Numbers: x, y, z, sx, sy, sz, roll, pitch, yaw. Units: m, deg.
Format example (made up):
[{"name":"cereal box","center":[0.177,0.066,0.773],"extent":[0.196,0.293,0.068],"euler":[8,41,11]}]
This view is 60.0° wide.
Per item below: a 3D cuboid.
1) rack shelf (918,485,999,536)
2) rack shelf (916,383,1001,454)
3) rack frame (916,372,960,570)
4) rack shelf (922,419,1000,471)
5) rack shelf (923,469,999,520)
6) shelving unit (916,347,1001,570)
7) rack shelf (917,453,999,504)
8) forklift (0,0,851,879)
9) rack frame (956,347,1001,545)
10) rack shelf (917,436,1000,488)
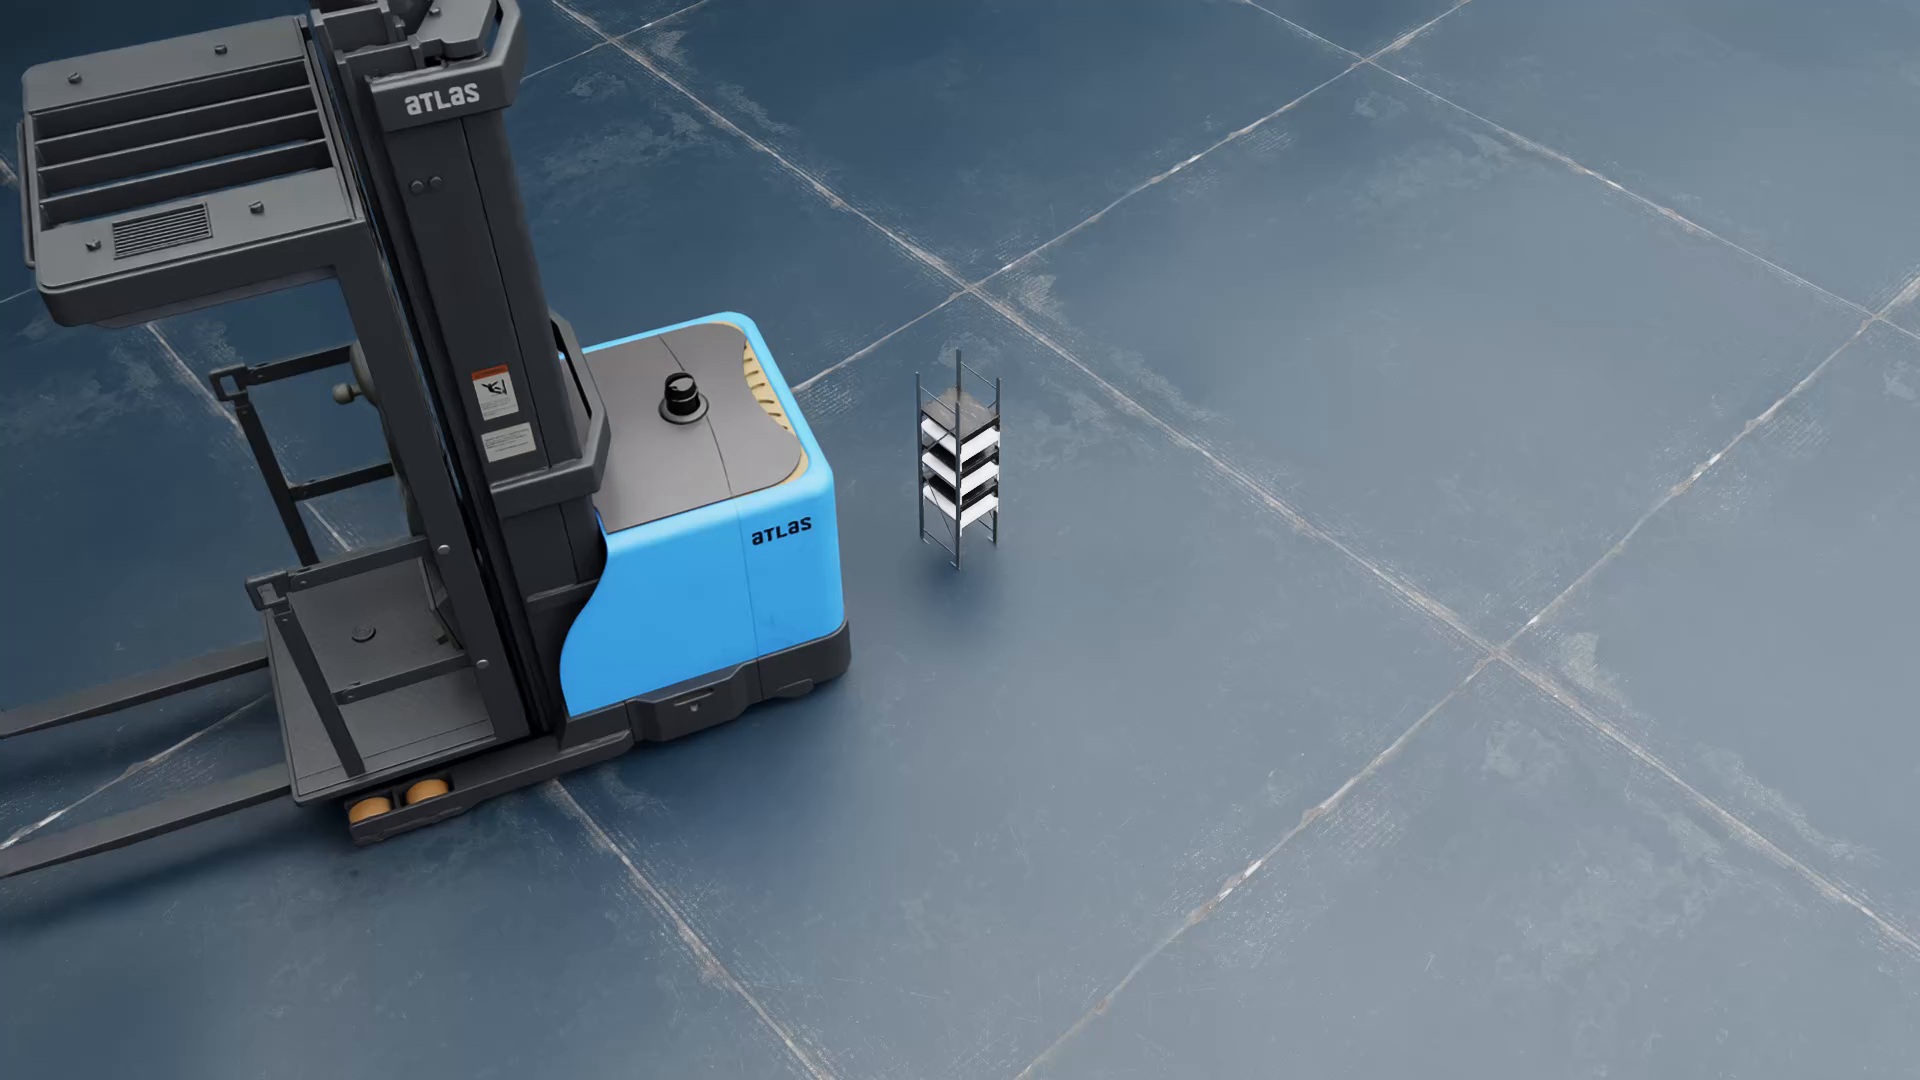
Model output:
[{"name":"rack shelf","center":[-0.006,-0.156,6.626],"extent":[0.200,0.077,0.258],"euler":[-34,56,-27]},{"name":"rack shelf","center":[-0.006,-0.462,6.295],"extent":[0.200,0.077,0.258],"euler":[-34,56,-27]},{"name":"rack frame","center":[-0.081,-0.251,6.422],"extent":[0.006,0.900,0.240],"euler":[-34,56,-27]},{"name":"rack shelf","center":[-0.006,-0.401,6.361],"extent":[0.200,0.077,0.258],"euler":[-34,56,-27]},{"name":"rack shelf","center":[-0.006,-0.218,6.559],"extent":[0.200,0.077,0.258],"euler":[-34,56,-27]},{"name":"shelving unit","center":[-0.006,-0.301,6.469],"extent":[0.210,0.900,0.258],"euler":[-34,56,-27]},{"name":"rack shelf","center":[-0.006,-0.279,6.493],"extent":[0.200,0.077,0.258],"euler":[-34,56,-27]},{"name":"forklift","center":[-1.978,-0.381,5.160],"extent":[3.031,2.935,1.130],"euler":[-17,50,-15]},{"name":"rack frame","center":[0.069,-0.351,6.515],"extent":[0.006,0.900,0.240],"euler":[-34,56,-27]},{"name":"rack shelf","center":[-0.006,-0.340,6.427],"extent":[0.200,0.077,0.258],"euler":[-34,56,-27]}]
